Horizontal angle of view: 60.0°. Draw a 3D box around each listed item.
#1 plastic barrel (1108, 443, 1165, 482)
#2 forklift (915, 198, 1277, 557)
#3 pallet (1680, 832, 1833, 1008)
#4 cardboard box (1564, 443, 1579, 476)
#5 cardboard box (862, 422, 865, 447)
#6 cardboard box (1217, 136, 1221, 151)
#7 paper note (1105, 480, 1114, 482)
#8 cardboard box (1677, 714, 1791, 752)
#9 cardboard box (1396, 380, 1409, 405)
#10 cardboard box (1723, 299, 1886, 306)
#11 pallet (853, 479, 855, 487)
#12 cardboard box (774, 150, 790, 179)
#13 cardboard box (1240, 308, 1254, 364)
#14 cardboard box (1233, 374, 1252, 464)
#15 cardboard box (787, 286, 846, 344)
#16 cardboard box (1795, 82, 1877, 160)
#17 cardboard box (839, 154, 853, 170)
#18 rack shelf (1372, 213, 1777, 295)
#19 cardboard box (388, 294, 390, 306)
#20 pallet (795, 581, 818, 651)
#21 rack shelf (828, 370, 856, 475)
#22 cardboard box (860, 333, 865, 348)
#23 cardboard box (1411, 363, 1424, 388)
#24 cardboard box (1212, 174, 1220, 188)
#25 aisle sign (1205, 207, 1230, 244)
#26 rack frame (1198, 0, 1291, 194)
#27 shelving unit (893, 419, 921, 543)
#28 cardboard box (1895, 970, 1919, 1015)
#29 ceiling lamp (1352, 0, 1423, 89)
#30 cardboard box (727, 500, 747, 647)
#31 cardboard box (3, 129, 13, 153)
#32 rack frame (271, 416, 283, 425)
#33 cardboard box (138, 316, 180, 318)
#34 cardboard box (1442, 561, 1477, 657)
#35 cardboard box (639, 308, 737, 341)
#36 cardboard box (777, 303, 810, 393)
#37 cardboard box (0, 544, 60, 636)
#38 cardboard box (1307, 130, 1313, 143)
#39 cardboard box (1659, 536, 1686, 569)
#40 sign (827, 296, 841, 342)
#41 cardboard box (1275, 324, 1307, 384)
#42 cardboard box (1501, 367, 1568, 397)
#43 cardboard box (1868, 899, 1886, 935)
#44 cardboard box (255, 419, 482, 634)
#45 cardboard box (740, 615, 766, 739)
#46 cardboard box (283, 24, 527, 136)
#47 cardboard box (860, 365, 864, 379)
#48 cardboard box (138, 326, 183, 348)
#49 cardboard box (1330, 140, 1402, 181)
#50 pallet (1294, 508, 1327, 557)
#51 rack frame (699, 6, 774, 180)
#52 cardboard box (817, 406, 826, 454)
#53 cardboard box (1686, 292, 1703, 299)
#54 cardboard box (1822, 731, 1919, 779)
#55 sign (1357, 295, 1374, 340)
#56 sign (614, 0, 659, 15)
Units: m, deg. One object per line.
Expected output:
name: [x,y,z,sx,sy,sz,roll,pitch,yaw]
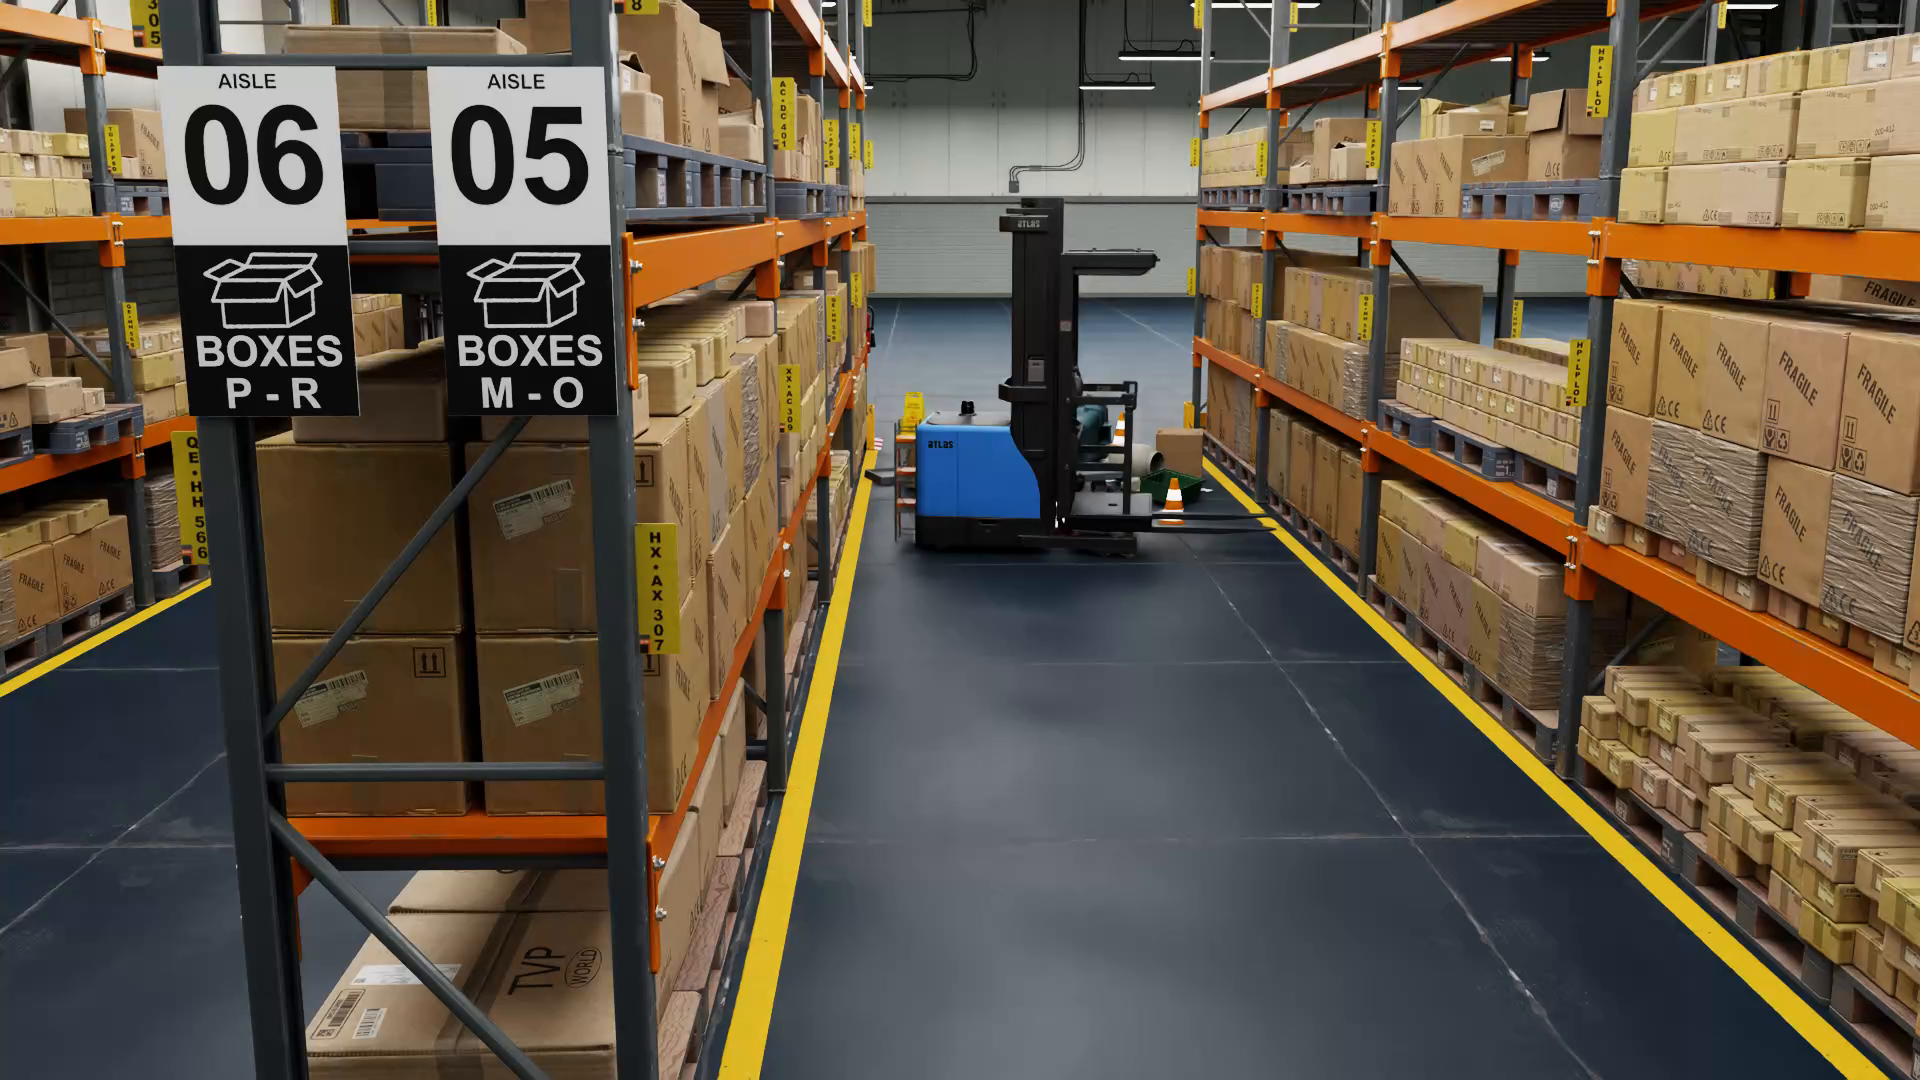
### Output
plastic barrel: [1.852,-0.798,17.430,0.512,0.421,0.421,9,15,38]
forklift: [1.174,-1.404,14.106,3.031,2.935,1.130,1,12,6]
pallet: [3.652,1.492,6.676,1.003,0.211,1.213,0,11,-1]
cardboard box: [3.368,-0.412,8.623,0.380,0.149,0.250,0,11,-2]
cardboard box: [-1.332,-1.192,18.750,0.500,0.250,0.500,0,11,-1]
cardboard box: [3.035,-4.360,18.279,0.380,0.149,0.250,0,11,-2]
paper note: [1.552,-0.645,17.683,0.172,0.023,0.155,4,12,18]
cardboard box: [3.404,0.874,7.322,0.380,0.149,0.250,-1,11,-3]
cardboard box: [3.299,-1.040,11.715,0.380,0.149,0.250,0,11,-2]
cardboard box: [3.855,-0.844,7.660,0.500,0.500,0.500,-1,11,-3]
pallet: [-1.587,-0.568,16.828,1.003,0.211,1.213,0,11,-1]
cardboard box: [-1.033,-1.922,8.226,0.396,0.266,0.258,0,11,-2]
cardboard box: [3.356,-2.098,16.978,0.875,0.550,0.550,0,11,-1]
cardboard box: [3.444,-1.311,17.763,0.875,0.875,0.875,0,11,-1]
cardboard box: [-1.287,-2.012,14.879,0.500,0.500,0.500,0,11,-1]
cardboard box: [3.375,-1.492,5.946,0.500,0.250,0.500,-1,11,-4]
cardboard box: [-1.218,-3.603,15.857,0.380,0.149,0.250,0,11,-2]
rack shelf: [3.533,-1.767,9.987,1.077,0.370,4.000,0,11,-1]
cardboard box: [-6.330,-2.570,17.798,0.380,0.149,0.250,0,11,-2]
pallet: [-1.514,0.517,11.478,1.003,0.211,1.213,0,11,-1]
rack shelf: [-1.496,-1.051,14.006,1.077,0.370,4.000,0,11,-1]
cardboard box: [-1.263,-2.248,18.727,0.380,0.149,0.250,0,11,0]
cardboard box: [3.309,-1.124,11.384,0.380,0.149,0.250,0,11,2]
cardboard box: [3.029,-4.018,18.602,0.380,0.149,0.250,0,11,-1]
aisle sign: [3.025,-3.924,19.817,0.394,0.787,0.004,0,11,-1]
rack frame: [3.327,-5.577,19.416,1.000,3.000,0.127,0,11,-1]
shelving unit: [-0.452,-0.515,14.456,0.215,1.050,0.252,1,12,6]
cardboard box: [3.412,1.528,5.599,0.380,0.149,0.250,0,11,-1]
ceiling lamp: [11.186,-13.508,43.829,2.000,3.185,0.800,0,11,-1]
cardboard box: [-1.070,0.137,6.086,0.500,0.500,0.500,0,11,1]
cardboard box: [-6.196,-2.500,10.417,0.380,0.149,0.250,0,11,-2]
rack frame: [-6.500,-1.780,15.790,1.000,3.000,0.127,0,11,-1]
cardboard box: [-6.734,-1.823,14.116,0.380,0.149,0.250,0,11,-2]
cardboard box: [3.291,0.418,10.187,0.500,0.500,0.500,0,11,-2]
cardboard box: [-1.156,-0.906,7.081,0.380,0.149,0.250,0,11,-1]
cardboard box: [-1.157,-1.142,9.879,0.500,0.500,0.500,0,11,-2]
cardboard box: [-6.181,0.321,10.664,0.500,0.500,0.500,0,11,1]
cardboard box: [3.725,-4.060,16.799,0.380,0.149,0.250,0,11,-2]
cardboard box: [3.391,0.033,7.483,0.380,0.149,0.250,-1,11,-4]
sign: [-0.900,-1.577,11.874,0.100,0.325,0.005,0,11,-1]
cardboard box: [3.162,-1.685,15.068,0.500,0.500,0.500,0,11,-1]
cardboard box: [3.354,-0.911,9.583,0.380,0.149,0.250,-1,11,-3]
cardboard box: [3.446,1.328,5.833,0.380,0.149,0.250,0,11,-2]
cardboard box: [-1.538,-0.050,4.494,0.500,0.500,0.500,0,11,1]
cardboard box: [-1.465,0.501,8.831,0.875,0.875,0.875,0,11,1]
cardboard box: [-1.389,-1.156,4.240,0.500,0.250,0.500,-1,12,-6]
cardboard box: [-1.266,-1.859,18.521,0.380,0.149,0.250,0,11,0]
cardboard box: [-6.185,-1.572,12.883,0.380,0.149,0.250,0,11,-1]
cardboard box: [3.170,-2.934,12.851,0.500,0.311,0.500,0,11,-1]
pallet: [3.529,-0.079,14.417,1.003,0.211,1.213,0,11,-1]
rack frame: [-1.372,-3.151,7.459,1.000,3.000,0.127,0,11,-1]
cardboard box: [-1.159,-0.732,10.999,0.500,0.250,0.500,0,11,0]
cardboard box: [8.368,-2.425,17.966,0.875,0.500,0.500,0,11,-1]
cardboard box: [3.925,0.923,7.081,0.380,0.149,0.250,-1,11,-4]
sign: [2.937,-1.611,12.044,0.100,0.325,0.005,0,11,-1]
sign: [-0.735,-1.354,3.748,0.100,0.325,0.005,0,11,-1]
